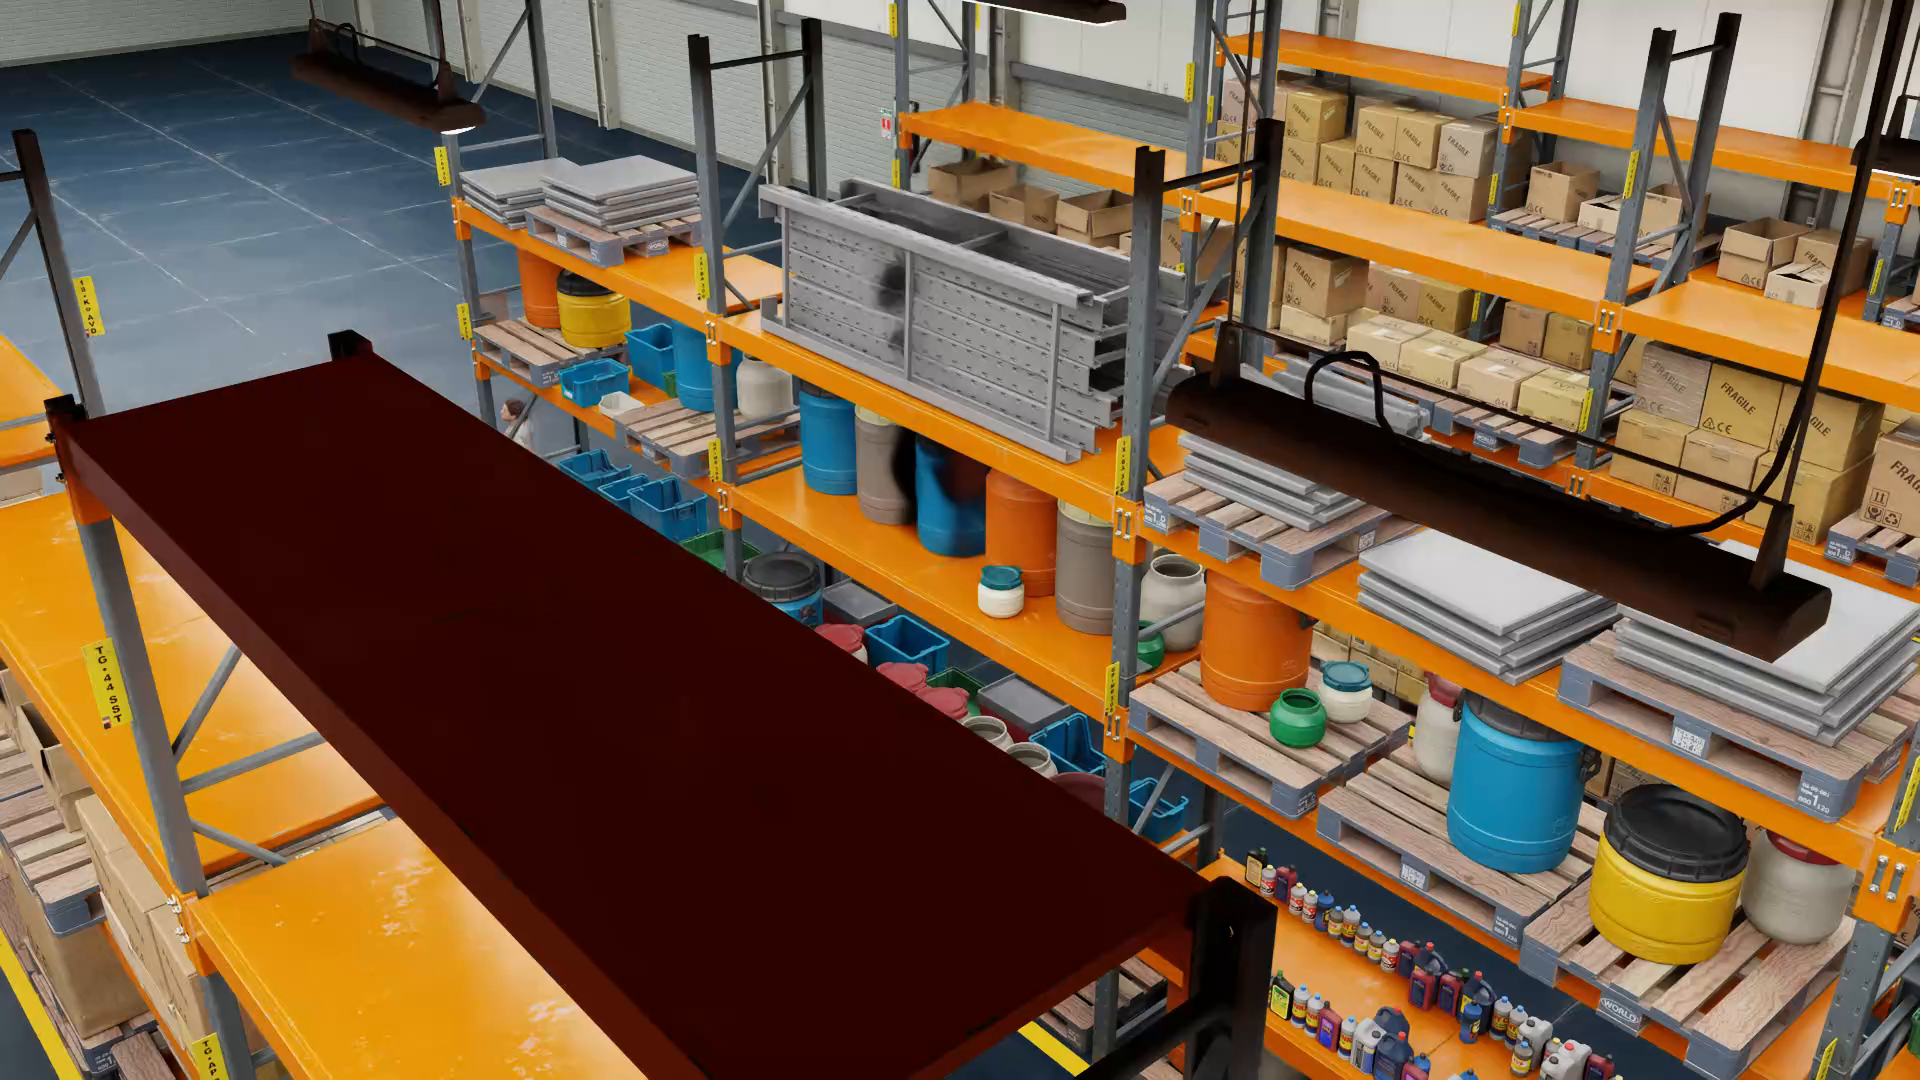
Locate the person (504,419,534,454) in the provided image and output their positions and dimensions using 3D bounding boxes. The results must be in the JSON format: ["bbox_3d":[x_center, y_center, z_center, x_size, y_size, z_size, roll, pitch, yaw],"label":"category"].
[{"bbox_3d":[-4.510,-0.634,17.293,0.689,1.379,0.613,-1,27,-3],"label":"person"}]
